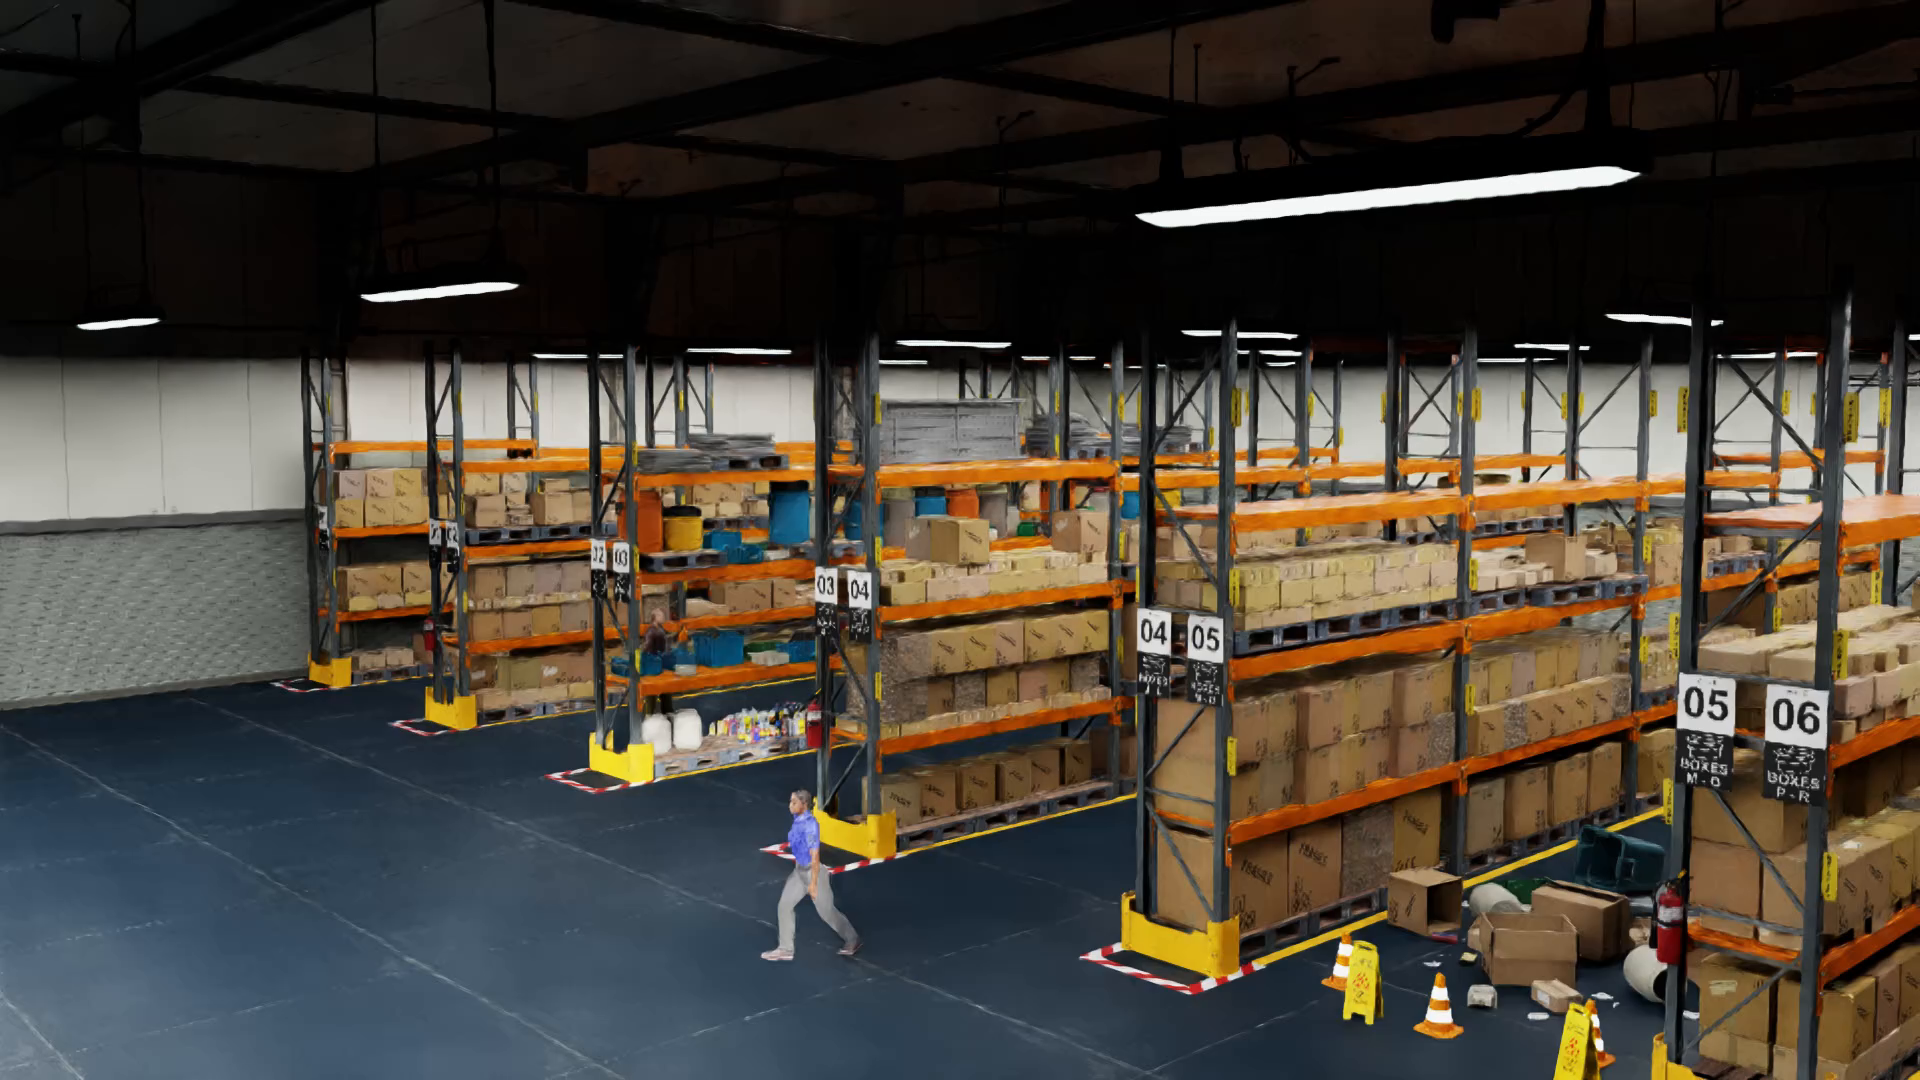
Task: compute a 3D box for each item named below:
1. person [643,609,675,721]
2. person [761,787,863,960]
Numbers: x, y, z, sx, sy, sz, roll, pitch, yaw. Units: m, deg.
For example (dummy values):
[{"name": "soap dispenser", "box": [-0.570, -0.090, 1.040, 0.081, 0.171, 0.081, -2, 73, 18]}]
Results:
[{"name": "person", "box": [-4.689, 1.968, 26.070, 0.515, 1.785, 0.638, 2, 5, 19]}, {"name": "person", "box": [-1.329, 3.034, 15.112, 0.915, 1.592, 0.474, -2, 6, -26]}]
